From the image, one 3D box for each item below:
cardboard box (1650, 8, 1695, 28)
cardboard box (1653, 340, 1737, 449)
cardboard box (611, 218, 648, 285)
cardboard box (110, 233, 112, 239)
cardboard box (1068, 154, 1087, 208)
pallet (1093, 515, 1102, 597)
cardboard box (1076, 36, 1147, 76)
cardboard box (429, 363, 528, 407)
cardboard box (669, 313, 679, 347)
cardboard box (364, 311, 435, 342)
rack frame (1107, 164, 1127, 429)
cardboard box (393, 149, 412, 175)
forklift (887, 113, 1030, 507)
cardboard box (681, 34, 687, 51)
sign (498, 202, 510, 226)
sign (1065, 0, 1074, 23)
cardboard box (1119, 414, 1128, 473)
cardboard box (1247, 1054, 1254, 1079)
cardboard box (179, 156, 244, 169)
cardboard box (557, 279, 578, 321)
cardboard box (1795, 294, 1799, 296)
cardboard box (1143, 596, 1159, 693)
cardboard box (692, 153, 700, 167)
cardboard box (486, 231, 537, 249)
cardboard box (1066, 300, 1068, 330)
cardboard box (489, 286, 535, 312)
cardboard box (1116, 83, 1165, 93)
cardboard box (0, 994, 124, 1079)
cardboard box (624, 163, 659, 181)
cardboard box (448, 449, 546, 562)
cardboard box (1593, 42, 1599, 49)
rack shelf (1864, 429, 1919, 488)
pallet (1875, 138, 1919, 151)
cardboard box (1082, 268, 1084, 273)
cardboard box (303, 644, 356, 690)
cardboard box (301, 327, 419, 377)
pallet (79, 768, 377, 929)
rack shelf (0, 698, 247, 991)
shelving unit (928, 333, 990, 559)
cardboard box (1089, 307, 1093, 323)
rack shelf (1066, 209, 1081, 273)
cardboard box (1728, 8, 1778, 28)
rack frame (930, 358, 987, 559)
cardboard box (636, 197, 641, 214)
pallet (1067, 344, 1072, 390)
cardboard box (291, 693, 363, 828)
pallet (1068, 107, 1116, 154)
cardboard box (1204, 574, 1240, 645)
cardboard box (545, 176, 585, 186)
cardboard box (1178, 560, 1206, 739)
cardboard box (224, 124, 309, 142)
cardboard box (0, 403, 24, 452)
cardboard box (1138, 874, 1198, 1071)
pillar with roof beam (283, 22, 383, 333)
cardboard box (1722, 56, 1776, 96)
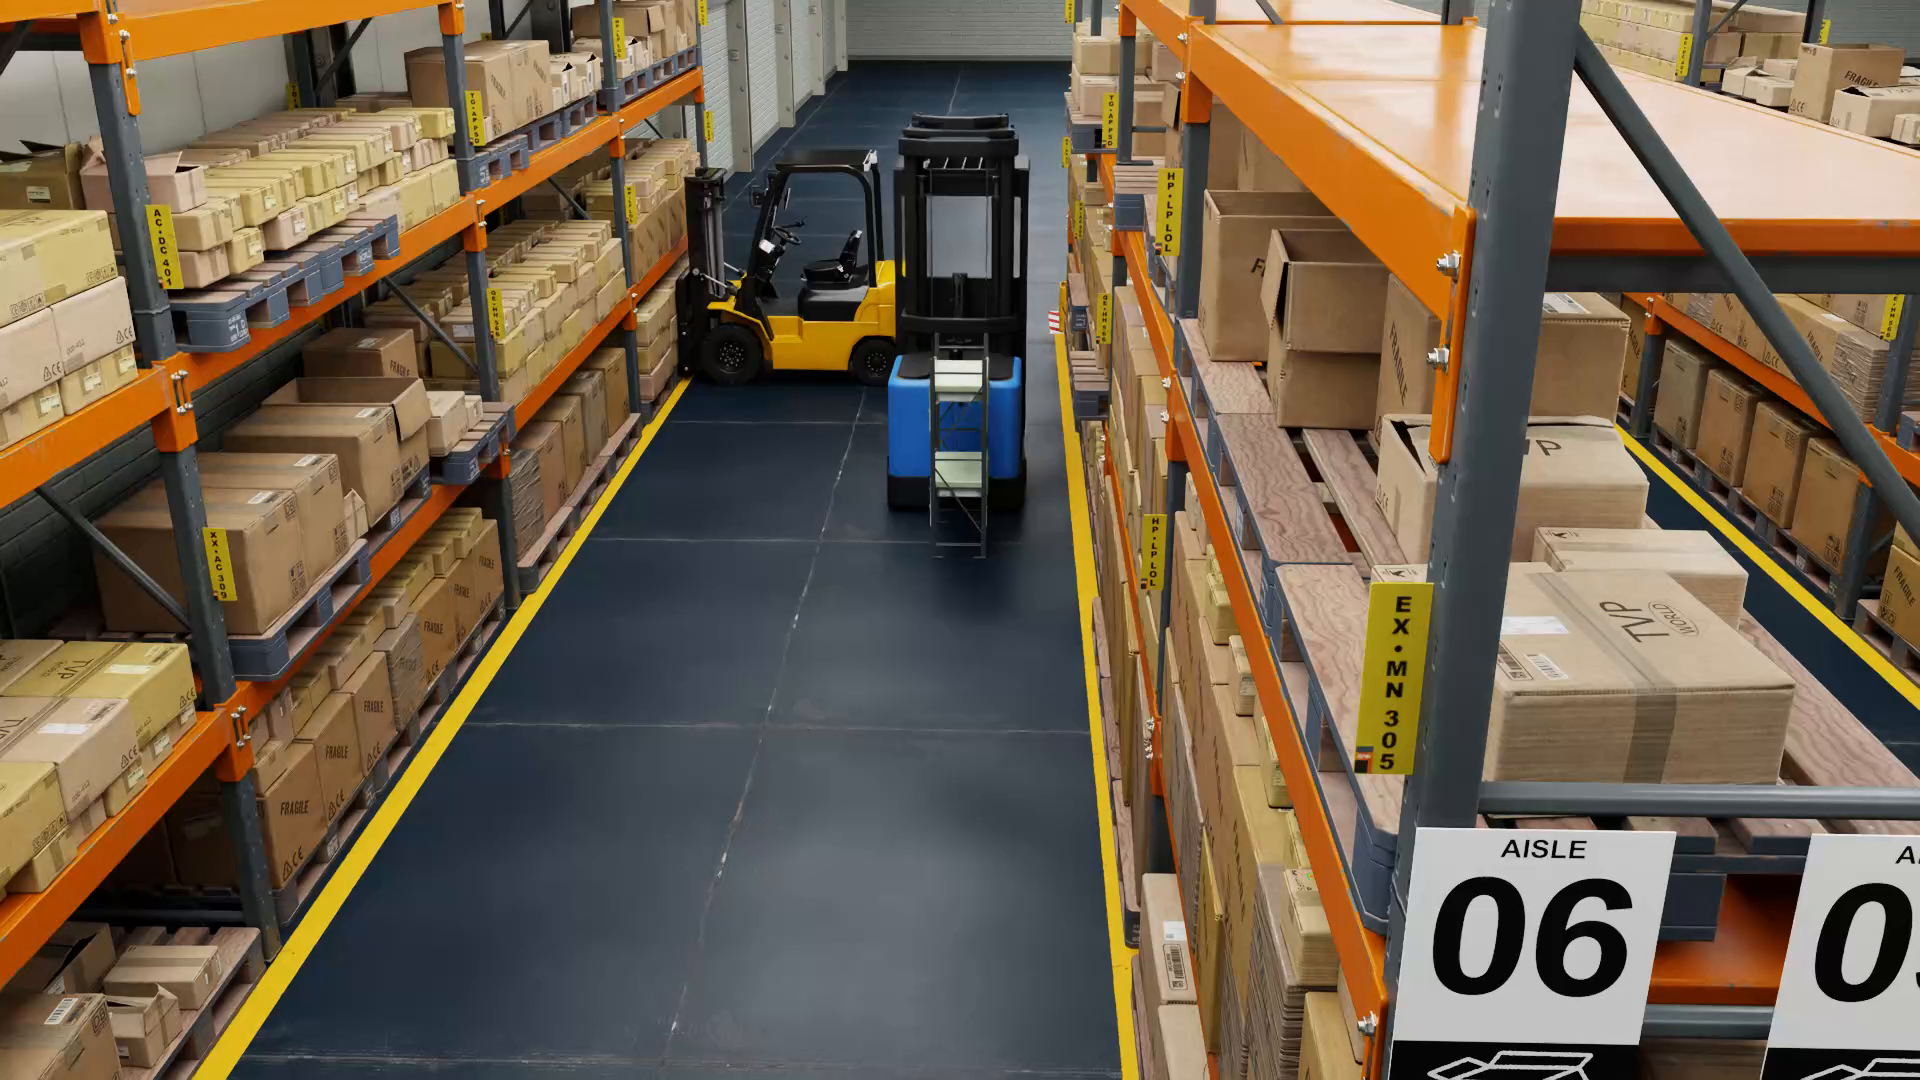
[{"bbox_3d":[6.236,-4.532,14.443,0.380,0.149,0.250,1,21,2],"label":"cardboard box"},{"bbox_3d":[6.599,-1.240,14.109,1.050,0.750,0.750,1,21,1],"label":"cardboard box"},{"bbox_3d":[-3.110,-2.594,14.930,0.500,0.500,0.500,0,21,0],"label":"cardboard box"},{"bbox_3d":[-3.706,-1.221,7.012,0.380,0.149,0.250,1,21,3],"label":"cardboard box"},{"bbox_3d":[1.407,-3.800,17.627,0.500,0.500,0.500,0,21,1],"label":"cardboard box"},{"bbox_3d":[1.480,0.127,11.910,1.003,0.211,1.213,1,21,2],"label":"pallet"},{"bbox_3d":[1.153,-3.707,12.725,0.500,0.250,0.500,0,21,0],"label":"cardboard box"},{"bbox_3d":[-3.249,-1.032,11.248,0.500,0.250,0.500,1,21,2],"label":"cardboard box"},{"bbox_3d":[-3.021,-2.072,16.253,0.500,0.250,0.500,0,21,1],"label":"cardboard box"},{"bbox_3d":[-3.699,-1.413,10.988,0.380,0.149,0.250,1,21,3],"label":"cardboard box"},{"bbox_3d":[1.455,-0.891,10.677,1.000,3.000,0.127,1,21,2],"label":"rack frame"},{"bbox_3d":[-3.337,-2.139,9.405,0.380,0.149,0.250,1,21,3],"label":"cardboard box"},{"bbox_3d":[0.021,-2.108,13.909,1.130,2.935,3.031,1,21,3],"label":"forklift"},{"bbox_3d":[-2.985,-5.057,16.898,0.380,0.149,0.250,0,21,0],"label":"cardboard box"},{"bbox_3d":[-3.940,-2.836,14.386,0.100,0.325,0.005,1,21,2],"label":"sign"},{"bbox_3d":[1.156,-5.595,17.447,0.100,0.325,0.005,1,21,2],"label":"sign"},{"bbox_3d":[1.148,-0.506,9.203,0.500,0.250,0.500,1,21,1],"label":"cardboard box"},{"bbox_3d":[0.992,1.597,4.129,0.500,0.500,0.500,0,21,0],"label":"cardboard box"},{"bbox_3d":[-3.645,-1.736,7.928,0.380,0.149,0.250,1,21,2],"label":"cardboard box"},{"bbox_3d":[-3.208,-1.820,12.589,0.500,0.250,0.500,1,21,2],"label":"cardboard box"},{"bbox_3d":[6.472,-2.101,12.276,0.700,0.500,0.500,0,21,1],"label":"cardboard box"},{"bbox_3d":[1.095,0.461,7.402,0.500,0.250,0.500,0,21,0],"label":"cardboard box"},{"bbox_3d":[-2.994,-4.057,17.803,0.380,0.149,0.250,1,21,2],"label":"cardboard box"},{"bbox_3d":[-3.679,-2.428,13.604,0.380,0.149,0.250,1,21,1],"label":"cardboard box"},{"bbox_3d":[1.397,-2.408,17.810,0.500,0.250,0.500,0,21,1],"label":"cardboard box"},{"bbox_3d":[-3.218,-1.689,11.701,0.380,0.149,0.250,1,21,2],"label":"cardboard box"},{"bbox_3d":[1.473,-2.889,11.538,0.797,0.503,0.637,1,21,2],"label":"cardboard box"},{"bbox_3d":[-3.540,2.014,6.066,0.700,0.500,0.500,0,21,0],"label":"cardboard box"},{"bbox_3d":[-3.129,-3.547,16.077,0.380,0.149,0.250,1,21,2],"label":"cardboard box"},{"bbox_3d":[-3.474,-0.258,11.749,0.875,0.625,0.625,1,21,3],"label":"cardboard box"},{"bbox_3d":[6.280,-4.712,16.009,0.380,0.149,0.250,0,21,1],"label":"cardboard box"},{"bbox_3d":[6.345,0.186,8.898,1.077,0.370,4.000,1,21,2],"label":"rack shelf"},{"bbox_3d":[6.372,-2.416,10.724,1.213,0.211,1.003,2,21,4],"label":"pallet"},{"bbox_3d":[1.282,-2.339,14.758,0.380,0.149,0.250,0,21,1],"label":"cardboard box"},{"bbox_3d":[-3.384,0.660,8.660,0.380,0.149,0.250,1,21,1],"label":"cardboard box"},{"bbox_3d":[-3.678,-1.002,10.246,0.500,0.500,0.500,2,21,4],"label":"cardboard box"},{"bbox_3d":[-3.641,1.508,8.351,1.003,0.211,1.213,1,21,2],"label":"pallet"},{"bbox_3d":[-3.689,1.561,5.354,1.077,0.370,4.000,1,21,2],"label":"rack shelf"},{"bbox_3d":[0.000,-0.702,12.264,0.431,1.500,0.755,1,21,2],"label":"shelving unit"},{"bbox_3d":[1.177,-1.748,12.655,0.380,0.149,0.250,1,21,4],"label":"cardboard box"},{"bbox_3d":[1.638,-2.725,16.399,1.077,0.370,4.000,1,21,2],"label":"rack shelf"},{"bbox_3d":[6.893,-4.526,14.426,0.380,0.149,0.250,0,21,1],"label":"cardboard box"},{"bbox_3d":[-0.011,-0.569,11.923,0.400,1.500,0.023,1,21,2],"label":"rack frame"},{"bbox_3d":[-3.126,-3.040,15.181,0.380,0.149,0.250,1,21,2],"label":"cardboard box"},{"bbox_3d":[1.596,-1.722,16.676,1.003,0.211,1.213,1,21,2],"label":"pallet"},{"bbox_3d":[-3.382,1.107,8.404,0.500,0.500,0.500,0,21,1],"label":"cardboard box"},{"bbox_3d":[1.423,-3.051,12.357,1.213,0.211,1.003,1,21,2],"label":"pallet"},{"bbox_3d":[1.001,0.222,5.392,0.380,0.149,0.250,0,21,0],"label":"cardboard box"},{"bbox_3d":[-3.688,-3.274,15.374,0.380,0.149,0.250,0,21,1],"label":"cardboard box"},{"bbox_3d":[1.055,0.395,5.844,0.500,0.500,0.500,0,21,1],"label":"cardboard box"},{"bbox_3d":[-3.797,-2.189,9.122,0.380,0.149,0.250,1,21,3],"label":"cardboard box"},{"bbox_3d":[-3.383,-0.371,5.540,0.380,0.149,0.250,1,21,1],"label":"cardboard box"},{"bbox_3d":[1.207,1.780,6.756,0.875,0.438,0.875,0,21,1],"label":"cardboard box"},{"bbox_3d":[-0.065,-4.175,10.848,9.100,9.000,0.400,1,21,2],"label":"pillar with roof beam"},{"bbox_3d":[6.260,-3.682,13.191,0.258,0.266,0.396,0,21,1],"label":"cardboard box"}]
